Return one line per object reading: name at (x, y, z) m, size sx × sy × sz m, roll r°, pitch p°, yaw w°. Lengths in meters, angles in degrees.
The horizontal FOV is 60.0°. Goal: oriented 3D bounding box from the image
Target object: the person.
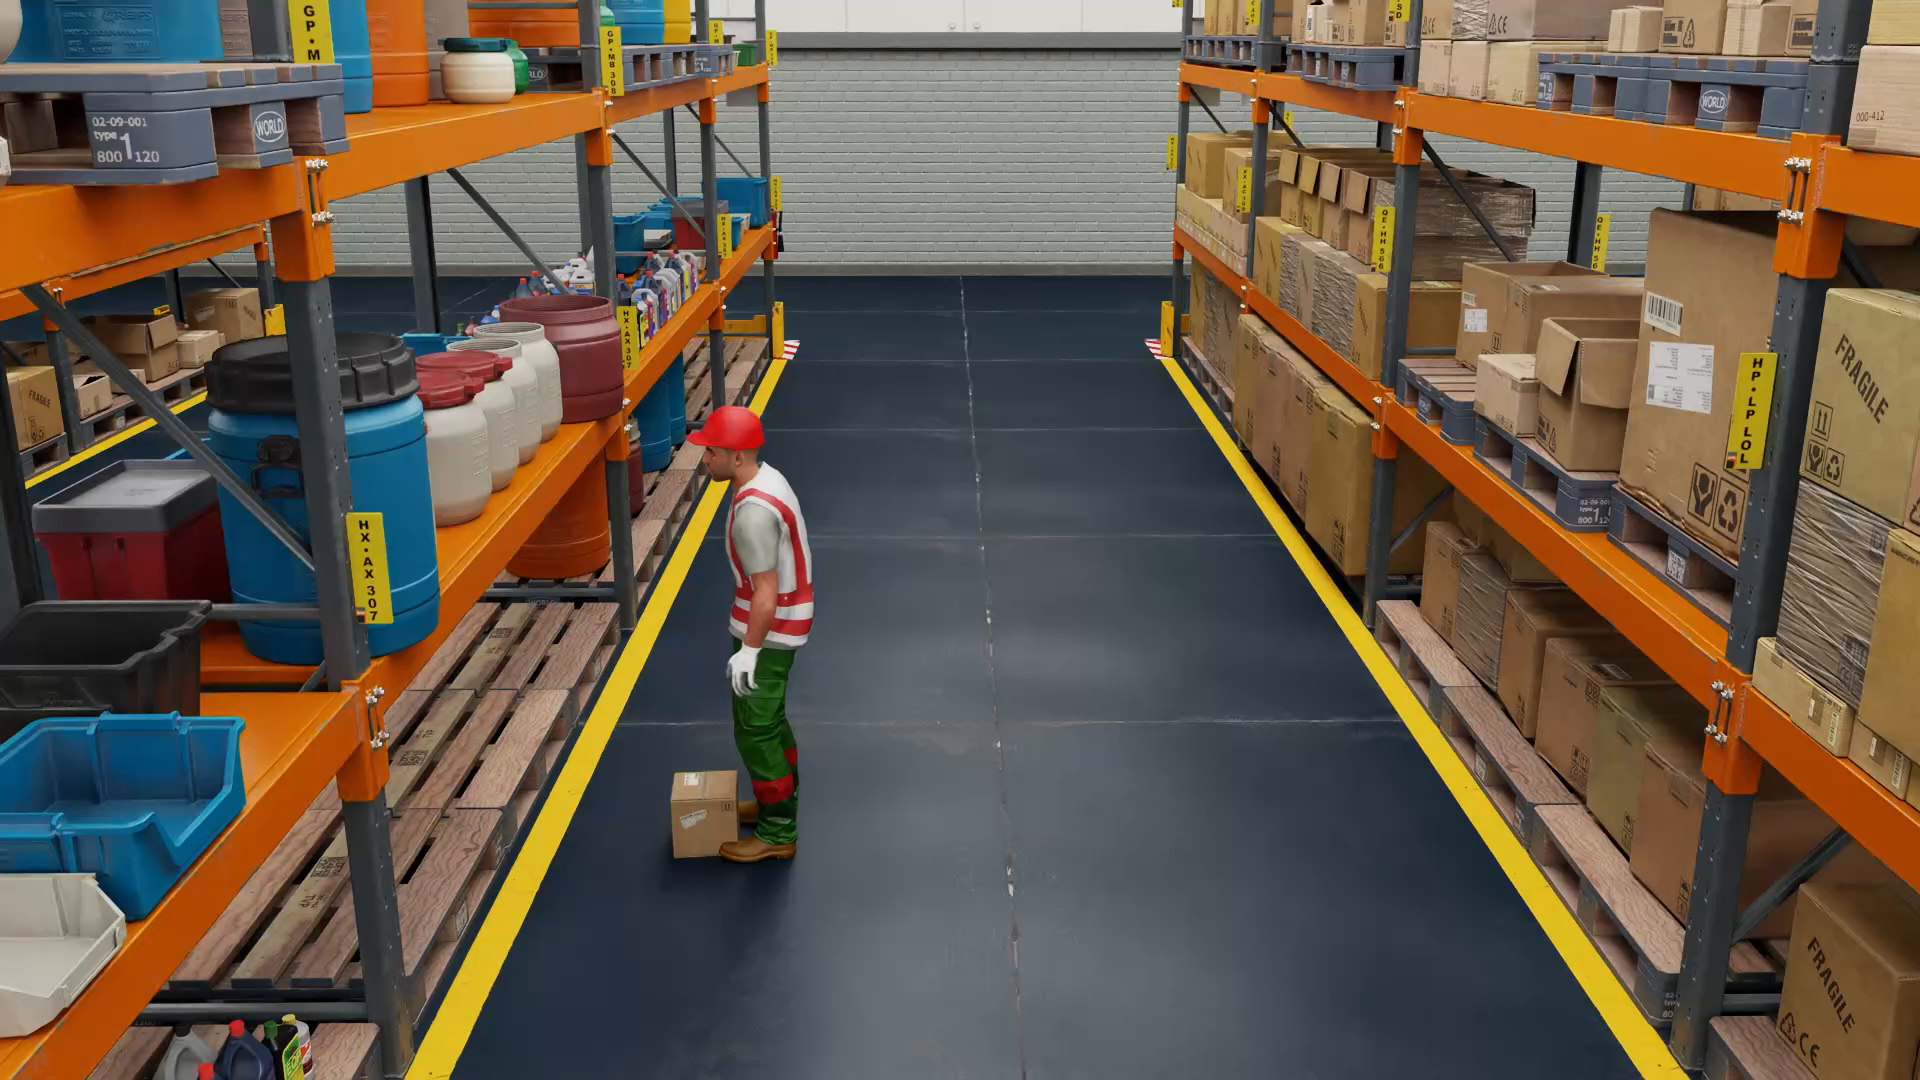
person at (-0.779, 0.355, 6.351) m, size 0.450 × 1.780 × 0.623 m, roll -1°, pitch 17°, yaw -3°
